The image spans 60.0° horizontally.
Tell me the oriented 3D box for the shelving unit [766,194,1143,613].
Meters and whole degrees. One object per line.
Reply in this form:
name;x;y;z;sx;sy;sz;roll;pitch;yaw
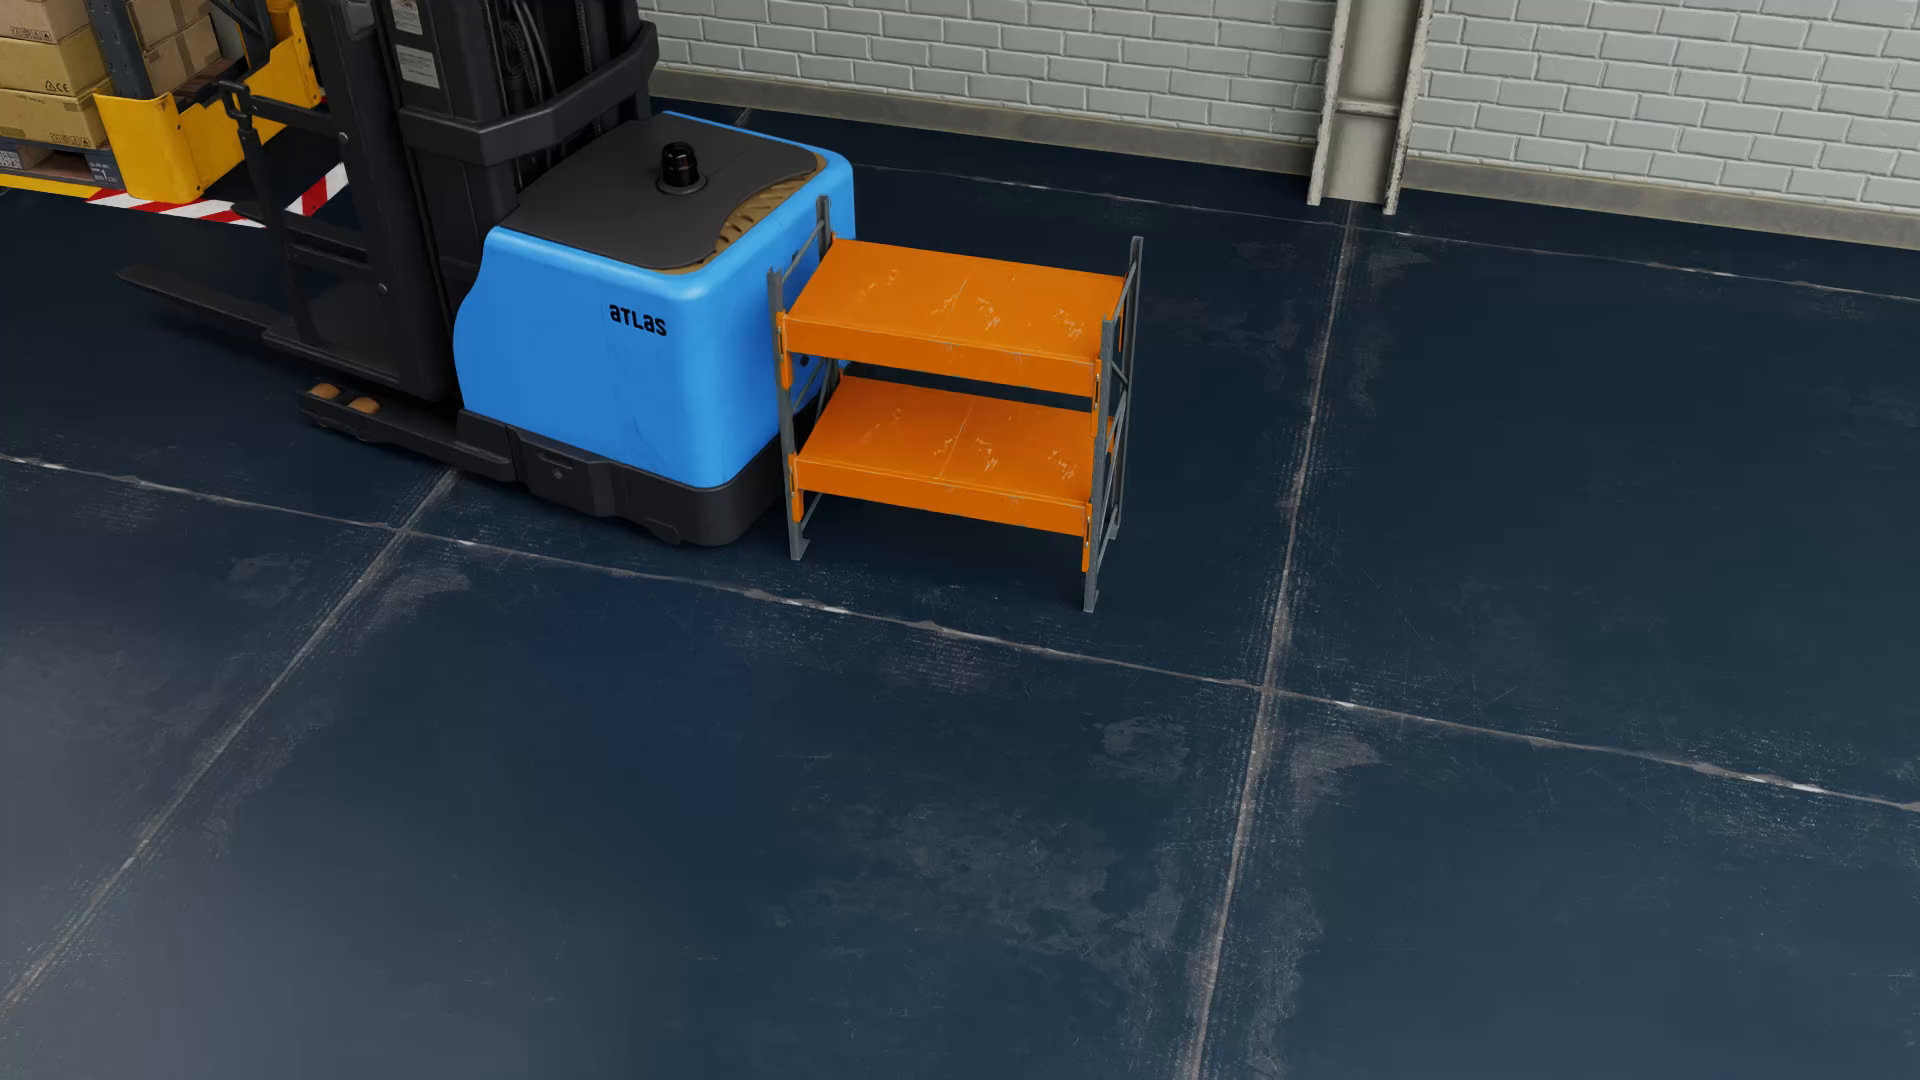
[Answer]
shelving unit;-0.007;-0.432;5.390;1.048;1.125;0.538;10;41;11

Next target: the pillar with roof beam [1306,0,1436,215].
pillar with roof beam;0.696;-2.364;1.568;0.400;9.000;9.100;10;41;11

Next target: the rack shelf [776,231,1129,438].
rack shelf;-0.007;-0.656;5.201;1.000;0.278;0.538;10;41;11

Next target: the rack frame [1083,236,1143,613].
rack frame;0.485;-0.347;5.289;0.032;1.125;0.500;10;41;11

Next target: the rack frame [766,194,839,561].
rack frame;-0.498;-0.516;5.490;0.032;1.125;0.500;10;41;11

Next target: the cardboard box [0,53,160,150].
cardboard box;-4.084;-2.053;7.673;0.500;0.250;0.500;10;41;12

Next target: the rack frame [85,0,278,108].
rack frame;-3.548;-3.063;7.065;0.127;3.000;1.000;10;41;11

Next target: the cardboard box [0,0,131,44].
cardboard box;-4.074;-2.437;7.353;0.500;0.250;0.500;11;41;13

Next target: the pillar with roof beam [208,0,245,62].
pillar with roof beam;-5.100;-3.361;2.755;0.400;9.000;9.100;10;41;11

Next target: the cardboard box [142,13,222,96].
cardboard box;-3.972;-2.374;8.056;0.500;0.250;0.500;10;41;12

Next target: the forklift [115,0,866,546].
forklift;-1.898;-1.768;5.576;3.031;2.935;1.130;18;43;21

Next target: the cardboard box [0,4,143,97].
cardboard box;-4.099;-2.249;7.518;0.500;0.250;0.500;9;41;11

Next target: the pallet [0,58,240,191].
pallet;-4.298;-2.096;8.082;1.213;0.211;1.003;10;41;11

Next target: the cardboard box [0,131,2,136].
cardboard box;-4.562;-2.141;7.779;0.500;0.250;0.500;10;41;11

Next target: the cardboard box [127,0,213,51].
cardboard box;-3.949;-2.570;7.900;0.500;0.250;0.500;10;41;12

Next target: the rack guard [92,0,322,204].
rack guard;-3.525;-2.102;7.864;0.348;0.500;1.175;10;41;11

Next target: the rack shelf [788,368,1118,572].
rack shelf;-0.007;-0.245;5.547;1.000;0.278;0.538;10;41;11
